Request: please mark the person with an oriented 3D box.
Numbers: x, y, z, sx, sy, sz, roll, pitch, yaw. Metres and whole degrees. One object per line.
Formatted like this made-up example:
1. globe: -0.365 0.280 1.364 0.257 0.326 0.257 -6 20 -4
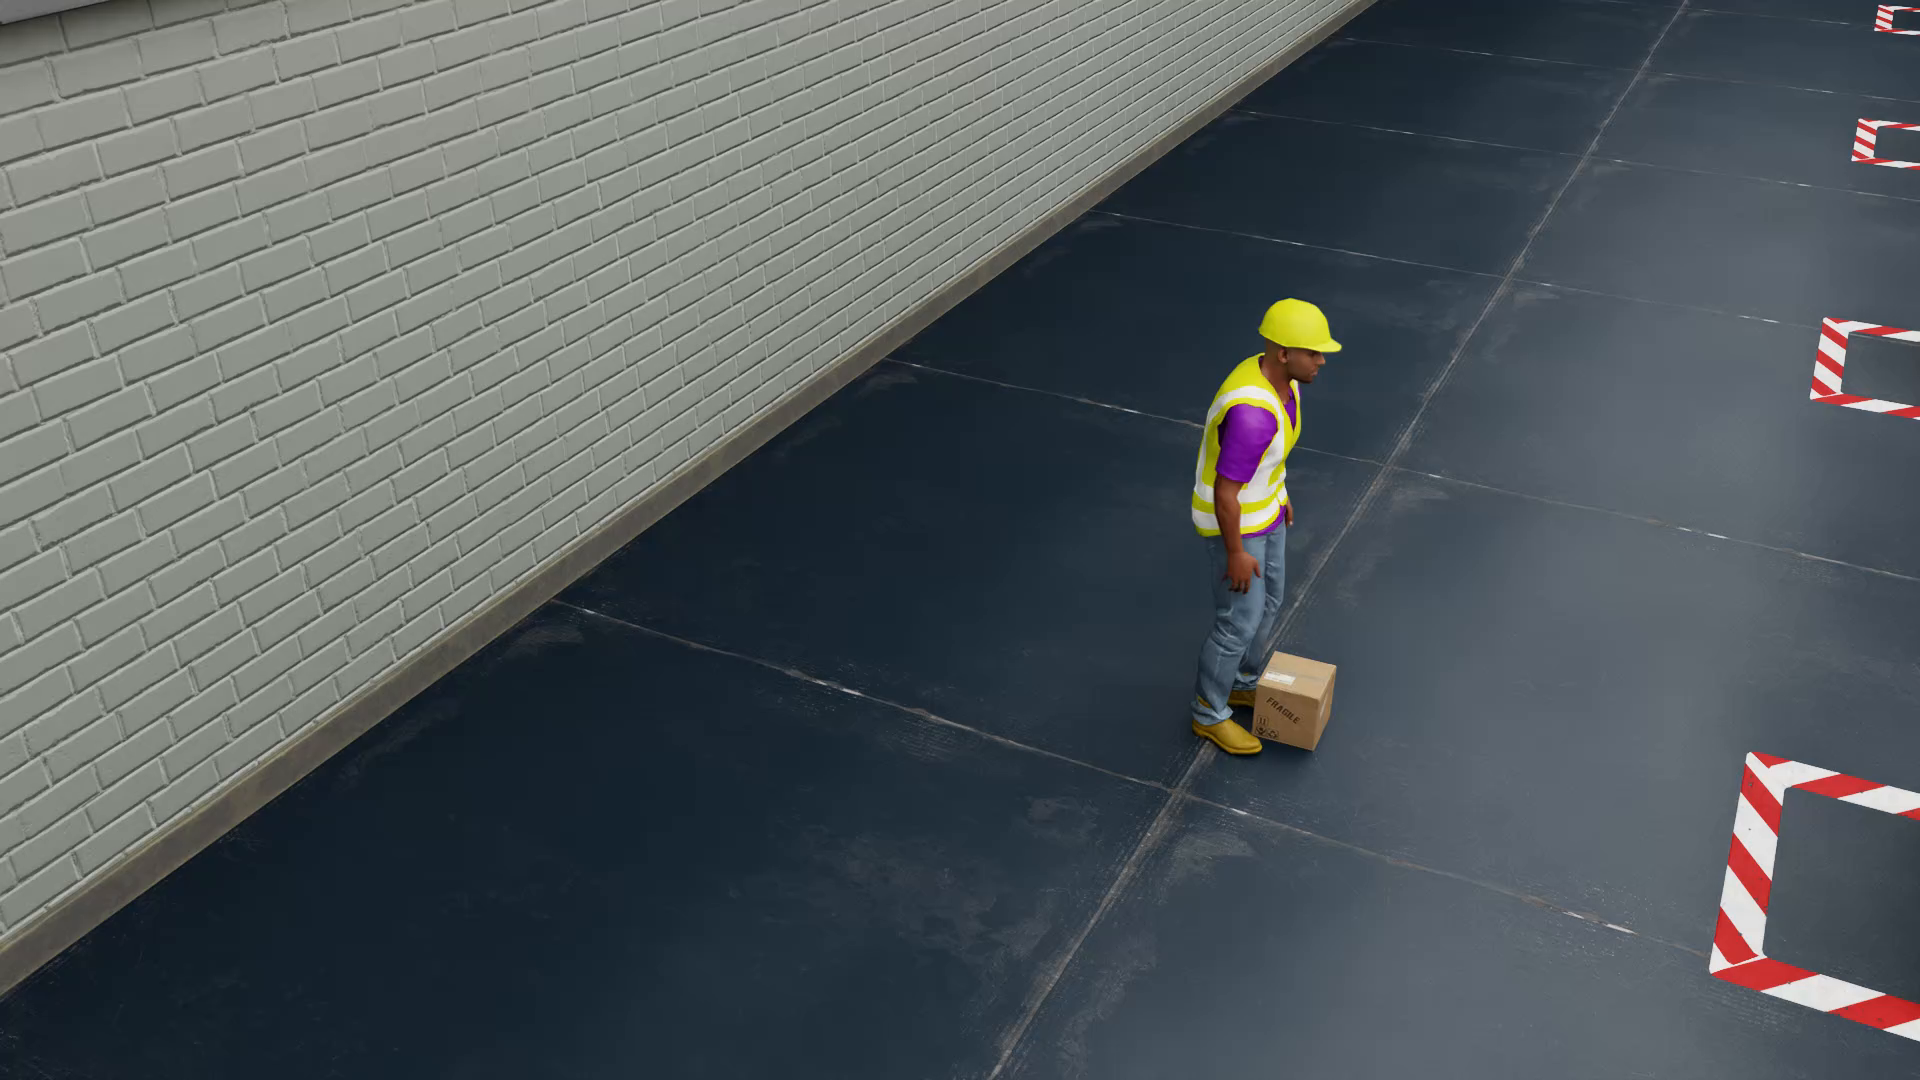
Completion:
1. person: 1.110 -0.069 6.235 0.461 1.757 0.636 14 33 22
